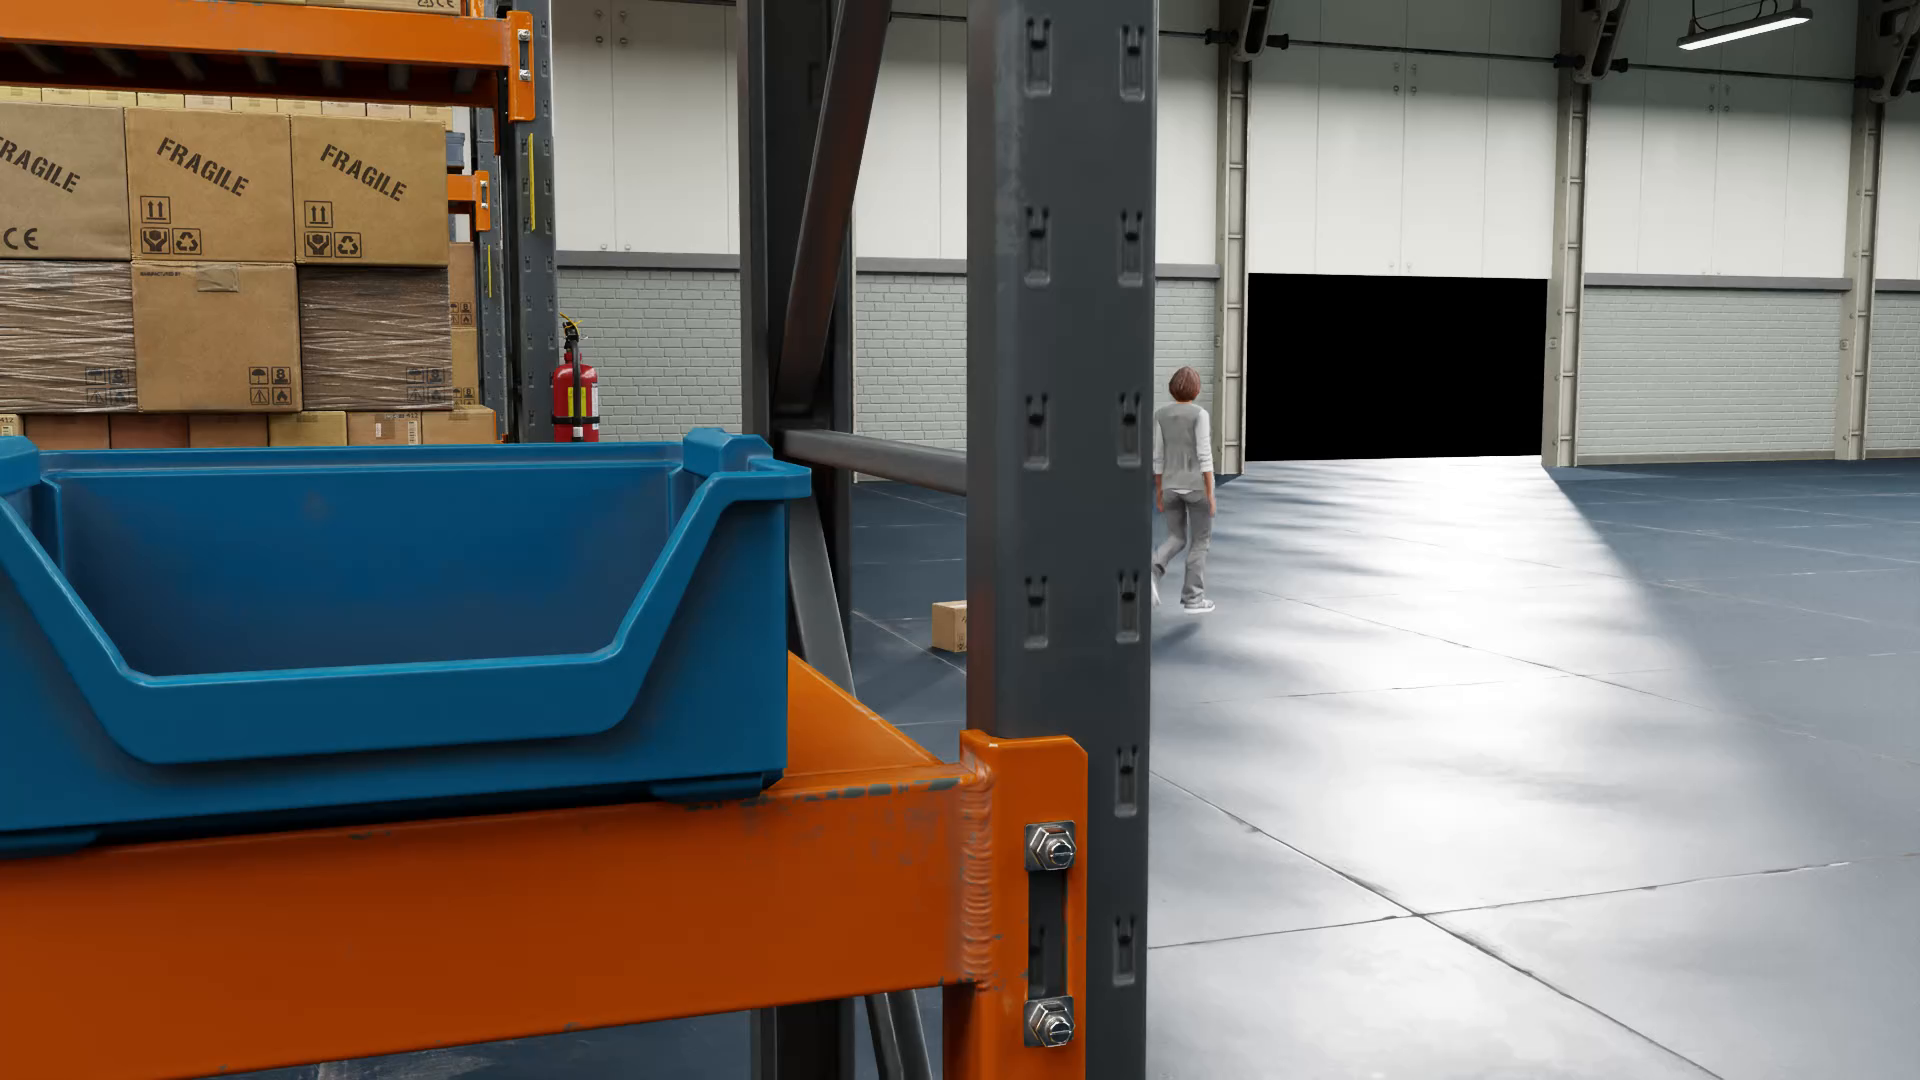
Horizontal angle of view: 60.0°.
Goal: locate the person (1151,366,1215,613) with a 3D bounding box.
[{"bbox_3d":[1.404,-0.308,10.539,0.429,1.576,0.584,5,8,40],"label":"person"}]
